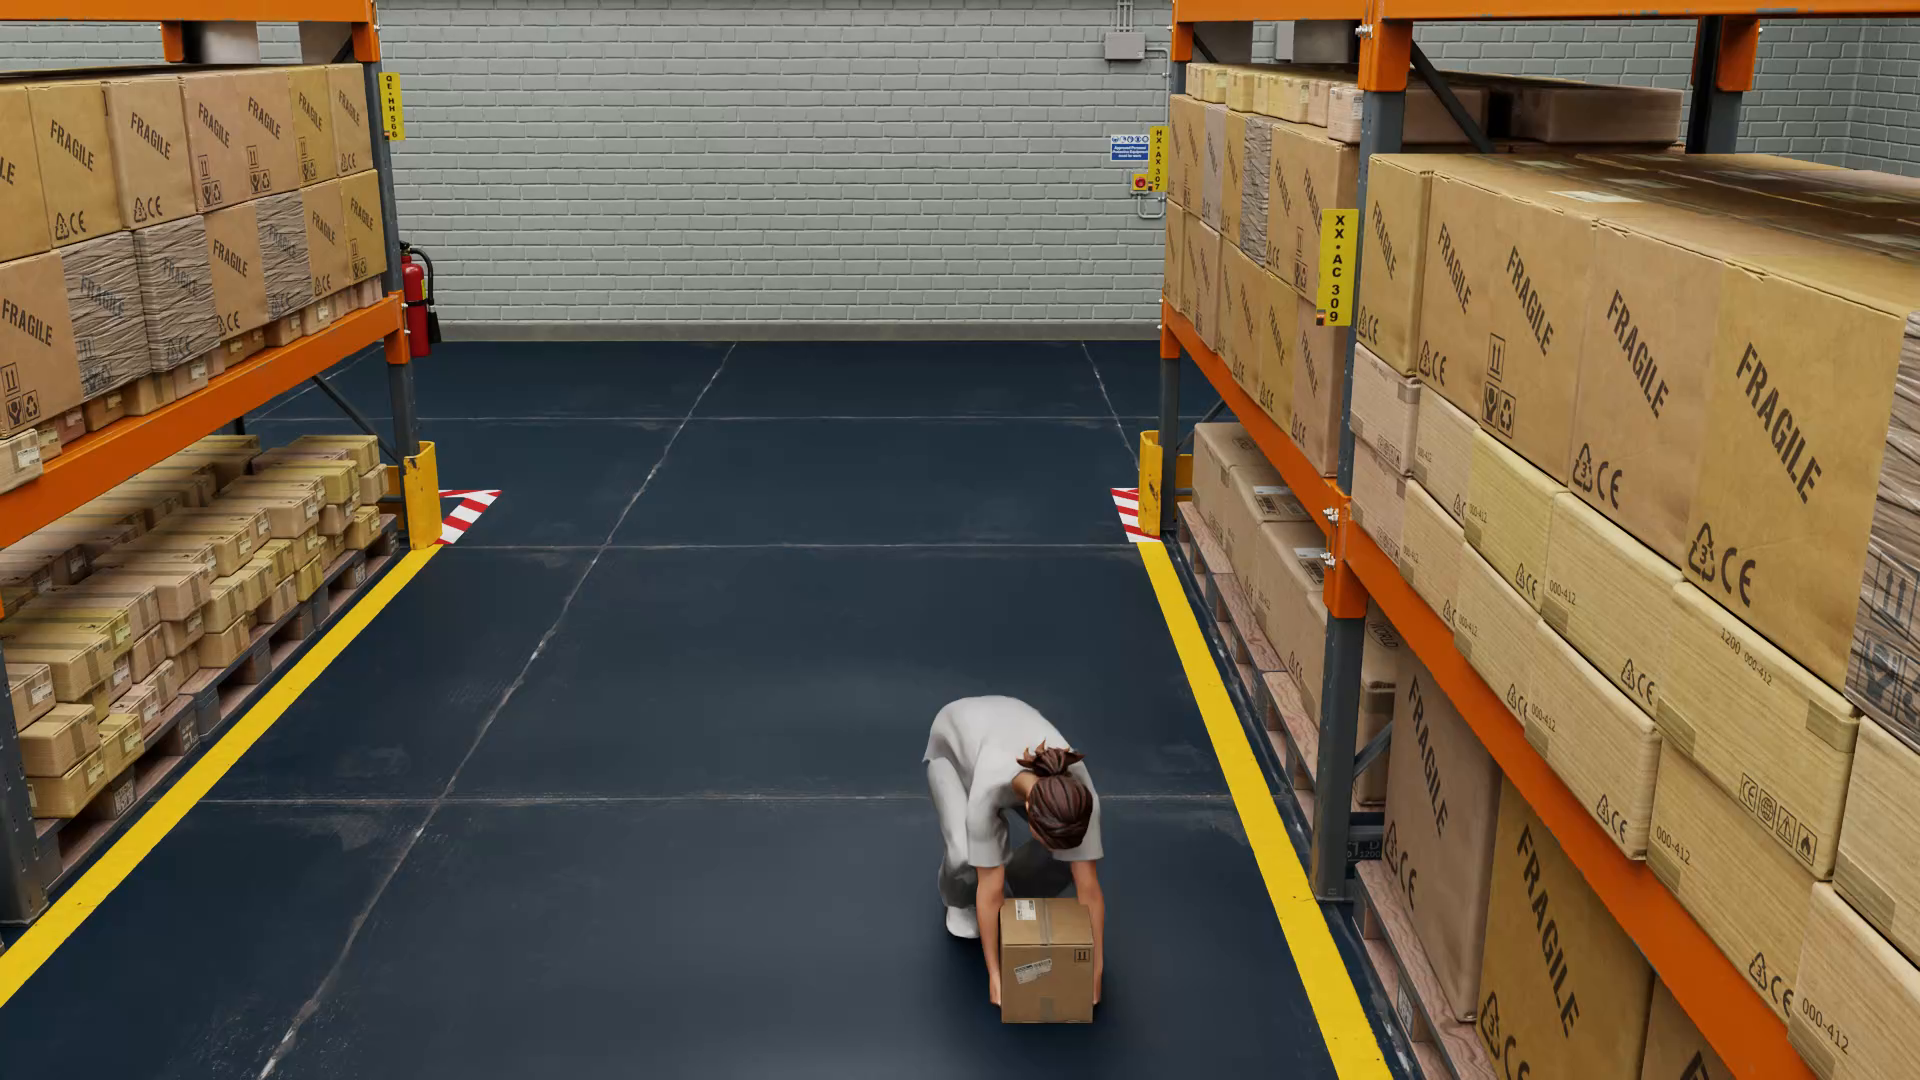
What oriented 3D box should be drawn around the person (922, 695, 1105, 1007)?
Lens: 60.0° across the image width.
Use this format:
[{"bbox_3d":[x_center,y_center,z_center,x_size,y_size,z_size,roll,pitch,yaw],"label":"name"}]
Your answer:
[{"bbox_3d":[0.165,0.859,4.880,0.457,0.757,0.876,-5,18,-15],"label":"person"}]
